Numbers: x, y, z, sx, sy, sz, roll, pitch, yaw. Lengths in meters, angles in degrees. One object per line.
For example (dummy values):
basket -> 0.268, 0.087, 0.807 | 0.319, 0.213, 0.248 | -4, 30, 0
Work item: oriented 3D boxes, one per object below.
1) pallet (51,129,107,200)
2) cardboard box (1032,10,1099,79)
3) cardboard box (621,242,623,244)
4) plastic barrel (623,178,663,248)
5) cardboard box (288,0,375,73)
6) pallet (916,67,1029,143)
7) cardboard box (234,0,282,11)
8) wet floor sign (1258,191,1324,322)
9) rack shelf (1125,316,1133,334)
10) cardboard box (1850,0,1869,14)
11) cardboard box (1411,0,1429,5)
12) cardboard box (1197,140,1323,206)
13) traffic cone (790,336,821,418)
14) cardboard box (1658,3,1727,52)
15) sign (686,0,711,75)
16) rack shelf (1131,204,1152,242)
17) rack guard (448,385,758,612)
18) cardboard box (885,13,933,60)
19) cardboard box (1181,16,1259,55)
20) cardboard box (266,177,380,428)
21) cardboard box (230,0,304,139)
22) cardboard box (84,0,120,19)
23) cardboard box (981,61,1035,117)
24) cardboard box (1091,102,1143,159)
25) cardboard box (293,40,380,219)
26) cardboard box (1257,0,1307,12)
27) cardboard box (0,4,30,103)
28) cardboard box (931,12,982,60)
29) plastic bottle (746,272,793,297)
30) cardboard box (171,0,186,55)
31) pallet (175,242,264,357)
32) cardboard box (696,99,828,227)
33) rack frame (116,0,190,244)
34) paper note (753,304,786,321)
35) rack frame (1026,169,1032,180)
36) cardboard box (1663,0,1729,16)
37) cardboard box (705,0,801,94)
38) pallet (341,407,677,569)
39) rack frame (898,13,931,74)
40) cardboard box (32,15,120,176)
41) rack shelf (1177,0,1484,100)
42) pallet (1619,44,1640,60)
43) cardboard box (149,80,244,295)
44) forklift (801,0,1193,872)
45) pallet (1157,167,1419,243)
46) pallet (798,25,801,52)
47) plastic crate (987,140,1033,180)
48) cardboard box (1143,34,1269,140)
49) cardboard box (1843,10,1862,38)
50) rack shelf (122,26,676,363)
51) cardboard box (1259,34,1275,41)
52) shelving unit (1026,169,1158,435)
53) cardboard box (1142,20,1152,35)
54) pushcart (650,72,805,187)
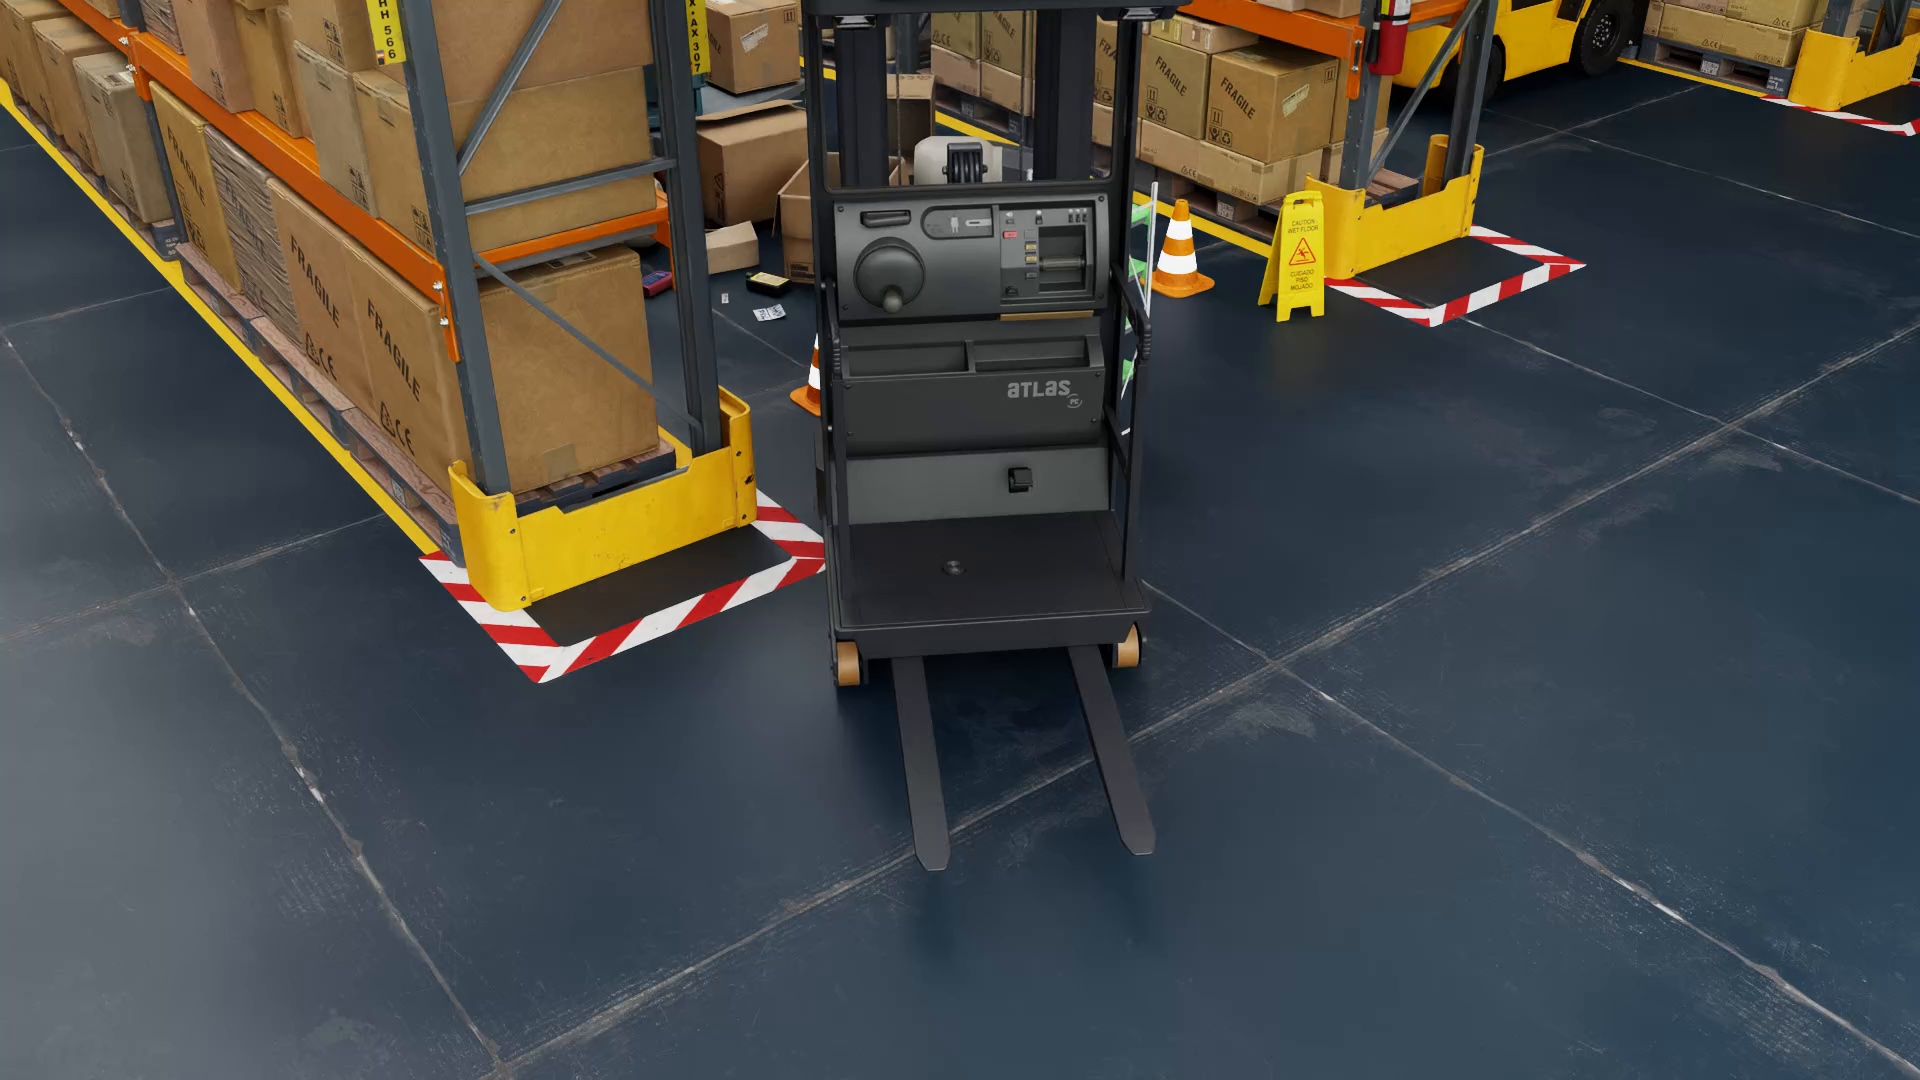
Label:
pallet -> -5.132, -2.546, 10.649 | 1.003, 0.211, 1.213 | -22, 38, -31
cardboard box -> 0.804, -3.128, 10.441 | 0.500, 0.500, 0.500 | -20, 37, -29
cardboard box -> -2.085, -1.549, 8.768 | 0.500, 0.500, 0.500 | -16, 35, -23
plastic barrel -> -1.940, -1.854, 9.334 | 0.512, 0.421, 0.421 | 1, 32, 2
cardboard box -> -2.001, -2.147, 6.198 | 0.875, 0.550, 0.550 | -22, 38, -31
pallet -> 0.441, -3.115, 11.566 | 1.003, 0.211, 1.213 | -22, 38, -31
cardboard box -> -2.665, -2.603, 6.932 | 0.875, 0.550, 0.500 | -22, 38, -31
wet floor sign -> 1.725, -1.476, 8.515 | 0.267, 0.644, 0.232 | -10, 33, -15
rack shelf -> 0.546, -0.946, 7.258 | 0.480, 0.148, 0.258 | 25, 40, 34
cardboard box -> 6.248, -3.995, 12.073 | 0.500, 0.250, 0.500 | -21, 38, -31
cardboard box -> 2.409, -3.003, 8.980 | 0.380, 0.149, 0.250 | -22, 38, -31
cardboard box -> 1.731, -2.171, 9.611 | 0.500, 0.250, 0.500 | -22, 38, -32
traffic cone -> -0.598, -0.861, 7.697 | 0.336, 0.463, 0.334 | -22, 38, -31
cardboard box -> 5.537, -3.823, 12.270 | 0.500, 0.250, 0.500 | -22, 38, -31
sign -> -0.952, -1.836, 5.968 | 0.100, 0.325, 0.005 | -22, 38, -31
rack shelf -> 0.546, -1.354, 7.004 | 0.480, 0.148, 0.258 | 25, 40, 34
rack guard -> -1.380, -0.186, 6.575 | 1.175, 0.500, 0.348 | -22, 38, -31
cardboard box -> -0.323, -3.848, 12.196 | 0.950, 0.372, 0.625 | -22, 38, -31
cardboard box -> 1.478, -2.887, 9.437 | 0.380, 0.149, 0.250 | -21, 38, -30
cardboard box -> -2.404, -1.161, 7.392 | 0.875, 0.875, 0.875 | -23, 39, -32
cardboard box -> -2.614, -2.165, 7.251 | 0.875, 0.550, 0.500 | -22, 38, -31
cardboard box -> -4.378, -3.098, 8.801 | 0.500, 0.500, 0.500 | -23, 38, -32
cardboard box -> 0.486, -3.027, 10.988 | 0.500, 0.250, 0.500 | -20, 37, -29
cardboard box -> 1.109, -2.596, 10.295 | 0.500, 0.250, 0.500 | -24, 39, -33
cardboard box -> -2.012, -1.684, 6.475 | 0.875, 0.550, 0.550 | -22, 38, -31
cardboard box -> 1.812, -2.951, 8.896 | 0.380, 0.149, 0.250 | -23, 38, -32
cardboard box -> -5.998, -3.532, 11.327 | 1.050, 0.750, 0.750 | -23, 38, -32
cardboard box -> 0.149, -3.564, 11.143 | 0.500, 0.500, 0.500 | -20, 37, -29
plastic bottle -> -1.049, -1.376, 8.908 | 0.283, 0.061, 0.133 | 18, 36, 27
cardboard box -> -3.256, -2.617, 7.978 | 0.875, 0.550, 0.550 | -22, 38, -31
pallet -> -3.443, -1.398, 8.801 | 1.003, 0.211, 1.213 | -22, 38, -31
cardboard box -> -1.203, -2.198, 9.684 | 0.797, 0.637, 0.503 | -22, 38, -31
rack frame -> -3.847, -2.925, 8.616 | 1.000, 3.000, 0.127 | -22, 38, -31
paper note -> -0.989, -1.181, 8.624 | 0.144, 0.017, 0.142 | -10, 33, -15
rack frame -> 0.363, -1.086, 7.361 | 0.015, 1.200, 0.240 | 25, 40, 34
cardboard box -> 5.528, -4.046, 12.155 | 0.500, 0.250, 0.500 | -23, 38, -32
cardboard box -> -1.387, -3.240, 10.775 | 0.500, 0.500, 0.500 | -22, 38, -31
pallet -> -1.946, -0.381, 7.163 | 1.003, 0.211, 1.213 | -22, 38, -31
rack frame -> 0.001, -4.568, 11.262 | 1.000, 3.000, 0.127 | -22, 38, -31
cardboard box -> -4.887, -2.780, 10.118 | 1.050, 0.750, 0.750 | -22, 38, -31
rack shelf -> 1.227, -3.429, 10.110 | 1.077, 0.370, 4.000 | -22, 38, -31
pallet -> 5.126, -4.138, 13.212 | 1.003, 0.211, 1.213 | -22, 38, -31
cardboard box -> -3.517, -1.916, 8.607 | 0.875, 0.875, 0.875 | -22, 38, -31
forklift -> 0.068, -0.916, 5.447 | 1.130, 2.935, 3.031 | -3, 32, -5
pallet -> 1.937, -2.098, 9.929 | 1.003, 0.211, 1.213 | -22, 38, -31
pallet -> -1.230, -4.217, 13.339 | 1.003, 0.211, 1.213 | -22, 38, -31
plastic crate -> 0.316, -2.408, 10.552 | 0.583, 0.080, 0.402 | 18, 36, 27
cardboard box -> 1.434, -2.696, 9.745 | 0.500, 0.500, 0.500 | -21, 37, -30
cardboard box -> 6.226, -3.787, 12.213 | 0.500, 0.250, 0.500 | -22, 38, -31
rack shelf -> -2.621, -1.786, 7.464 | 1.077, 0.370, 4.000 | -22, 38, -31
cardboard box -> 1.838, -2.882, 10.045 | 0.500, 0.500, 0.500 | -24, 39, -33
shelving unit -> 0.546, -1.001, 7.224 | 0.503, 1.200, 0.258 | 25, 40, 34
cardboard box -> 1.166, -3.103, 9.785 | 0.380, 0.149, 0.250 | -21, 37, -29
pushcart -> -1.769, -2.696, 10.733 | 0.936, 0.377, 1.648 | 18, 36, 27
